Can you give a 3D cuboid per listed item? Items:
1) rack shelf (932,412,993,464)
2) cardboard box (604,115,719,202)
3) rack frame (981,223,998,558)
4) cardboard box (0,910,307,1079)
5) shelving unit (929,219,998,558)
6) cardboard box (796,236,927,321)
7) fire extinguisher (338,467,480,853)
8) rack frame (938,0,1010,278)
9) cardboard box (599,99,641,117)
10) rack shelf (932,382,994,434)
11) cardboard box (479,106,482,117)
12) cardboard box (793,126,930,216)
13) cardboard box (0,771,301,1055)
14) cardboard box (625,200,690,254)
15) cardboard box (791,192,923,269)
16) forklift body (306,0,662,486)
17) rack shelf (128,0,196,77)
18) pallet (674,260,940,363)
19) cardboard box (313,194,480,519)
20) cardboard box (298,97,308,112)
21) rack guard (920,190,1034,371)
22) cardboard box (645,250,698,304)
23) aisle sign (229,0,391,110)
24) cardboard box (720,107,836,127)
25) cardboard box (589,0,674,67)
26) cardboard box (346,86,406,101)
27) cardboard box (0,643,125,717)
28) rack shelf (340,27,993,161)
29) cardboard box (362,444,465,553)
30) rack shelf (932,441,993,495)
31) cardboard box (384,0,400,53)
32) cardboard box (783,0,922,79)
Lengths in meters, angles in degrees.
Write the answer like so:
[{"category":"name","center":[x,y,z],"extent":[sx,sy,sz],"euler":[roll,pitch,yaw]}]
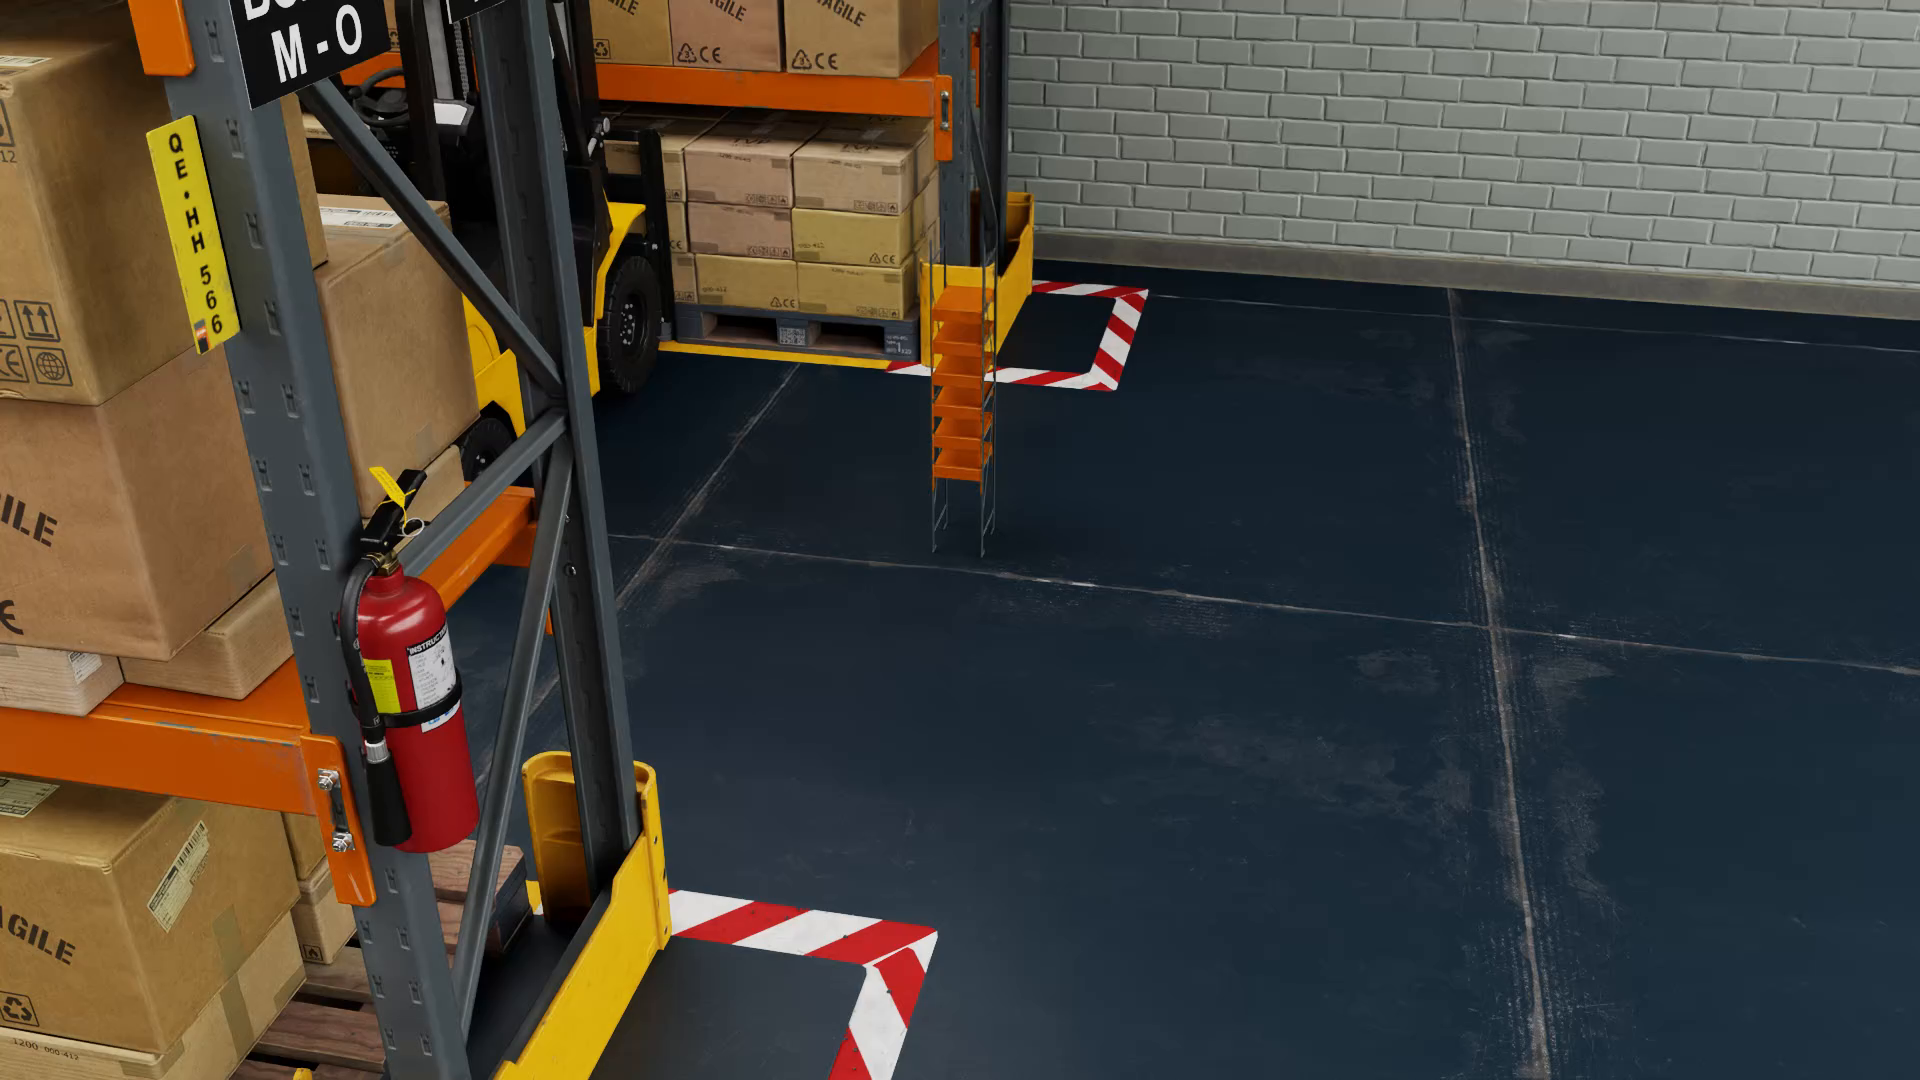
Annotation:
[{"category":"rack shelf","center":[0.014,-0.381,6.038],"extent":[0.180,0.103,0.258],"euler":[6,29,11]},{"category":"cardboard box","center":[-1.440,-1.789,7.779],"extent":[0.500,0.250,0.500],"euler":[6,29,11]},{"category":"rack frame","center":[0.104,-0.516,5.942],"extent":[0.006,1.200,0.240],"euler":[6,29,11]},{"category":"cardboard box","center":[-1.831,1.018,3.693],"extent":[0.500,0.250,0.500],"euler":[6,29,10]},{"category":"shelving unit","center":[0.014,-0.525,5.959],"extent":[0.189,1.200,0.258],"euler":[6,29,11]},{"category":"cardboard box","center":[-0.454,-1.255,7.845],"extent":[0.500,0.250,0.500],"euler":[6,29,11]},{"category":"fire extinguisher","center":[-0.945,0.215,2.814],"extent":[0.183,0.674,0.296],"euler":[6,29,11]},{"category":"rack frame","center":[0.072,-2.378,7.470],"extent":[0.127,3.000,1.000],"euler":[6,29,11]},{"category":"cardboard box","center":[-1.835,-2.090,8.329],"extent":[0.500,0.250,0.500],"euler":[5,29,10]},{"category":"rack shelf","center":[0.014,-0.486,5.981],"extent":[0.180,0.103,0.258],"euler":[6,29,11]},{"category":"cardboard box","center":[-2.445,-1.900,7.981],"extent":[0.500,0.250,0.500],"euler":[7,29,12]},{"category":"cardboard box","center":[-0.444,-1.695,7.606],"extent":[0.500,0.250,0.500],"euler":[7,29,12]},{"category":"cardboard box","center":[-1.799,0.688,3.514],"extent":[0.500,0.500,0.500],"euler":[6,29,11]},{"category":"cardboard box","center":[-1.467,-1.575,7.908],"extent":[0.500,0.250,0.500],"euler":[5,29,9]},{"category":"cardboard box","center":[-0.469,-1.478,7.731],"extent":[0.500,0.250,0.500],"euler":[5,29,10]},{"category":"forklift body","center":[-2.164,-1.339,6.456],"extent":[1.214,2.155,2.313],"euler":[6,29,11]},{"category":"rack shelf","center":[-2.917,-1.247,3.030],"extent":[4.000,0.370,1.077],"euler":[6,29,11]},{"category":"pallet","center":[-0.685,-1.212,8.244],"extent":[1.213,0.211,1.003],"euler":[6,29,11]},{"category":"cardboard box","center":[-1.366,-0.399,3.441],"extent":[0.500,0.500,0.500],"euler":[5,29,10]},{"category":"cardboard box","center":[-3.432,-2.000,8.165],"extent":[0.500,0.250,0.500],"euler":[5,29,10]},{"category":"rack guard","center":[0.095,-1.279,8.066],"extent":[0.348,0.500,1.175],"euler":[6,29,11]},{"category":"cardboard box","center":[-1.425,-1.364,8.043],"extent":[0.500,0.250,0.500],"euler":[6,29,11]},{"category":"aisle sign","center":[-0.961,-1.045,2.327],"extent":[0.004,0.787,0.394],"euler":[6,29,11]},{"category":"cardboard box","center":[-0.848,-1.980,8.128],"extent":[0.500,0.250,0.500],"euler":[6,29,11]},{"category":"cardboard box","center":[-1.471,-2.456,7.508],"extent":[0.500,0.500,0.500],"euler":[5,29,10]},{"category":"cardboard box","center":[-2.820,-2.194,8.518],"extent":[0.500,0.250,0.500],"euler":[5,29,10]},{"category":"cardboard box","center":[-1.642,0.153,3.108],"extent":[0.250,0.149,0.380],"euler":[6,29,10]},{"category":"rack shelf","center":[-1.884,-2.263,8.009],"extent":[4.000,0.370,1.077],"euler":[6,29,11]},{"category":"cardboard box","center":[-1.250,-0.068,3.512],"extent":[0.250,0.149,0.380],"euler":[6,29,11]},{"category":"rack shelf","center":[0.014,-0.275,6.096],"extent":[0.180,0.103,0.258],"euler":[6,29,11]},{"category":"cardboard box","center":[-2.452,-2.561,7.701],"extent":[0.500,0.500,0.500],"euler":[6,29,10]},{"category":"cardboard box","center":[-0.464,-2.348,7.311],"extent":[0.500,0.500,0.500],"euler":[5,29,9]}]
